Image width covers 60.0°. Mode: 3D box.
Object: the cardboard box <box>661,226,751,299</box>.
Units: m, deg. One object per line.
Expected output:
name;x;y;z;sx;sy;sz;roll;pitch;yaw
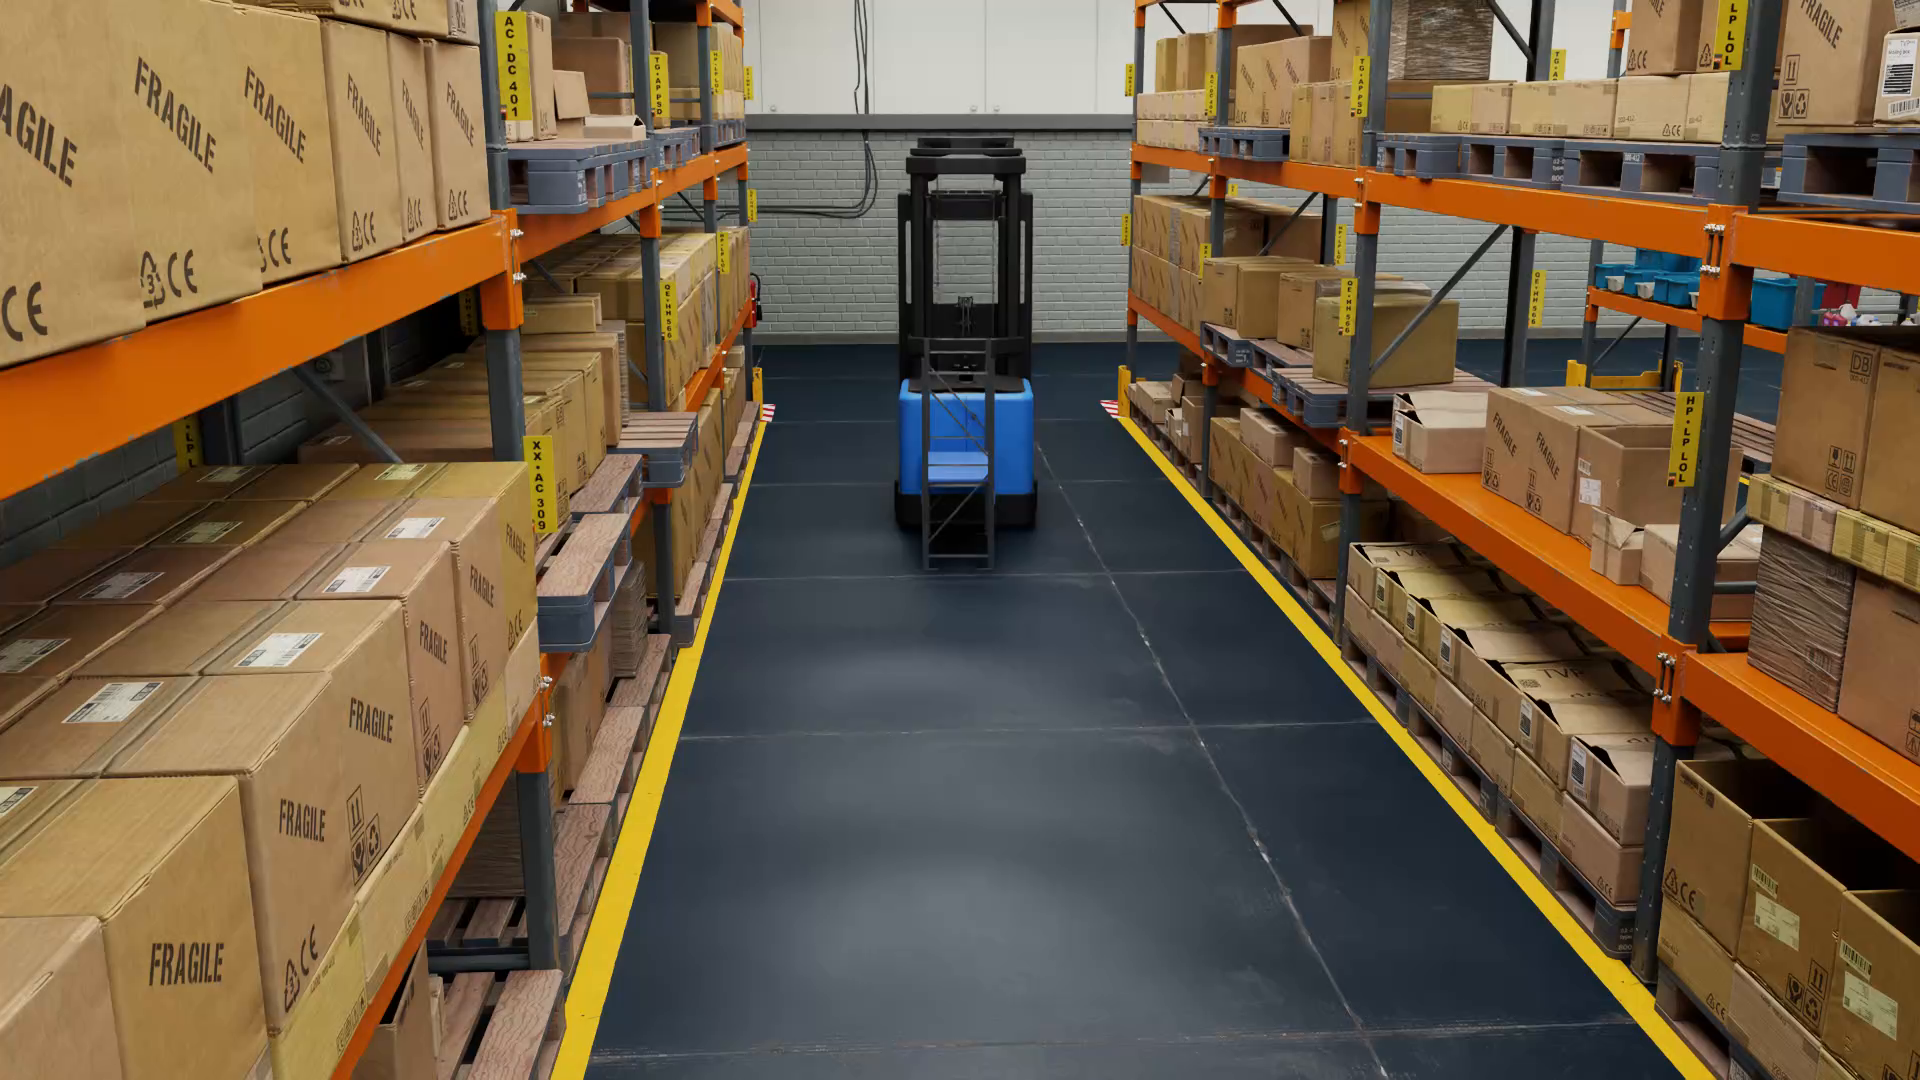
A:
cardboard box;-2.628;-2.755;16.614;0.980;0.700;0.700;0;14;-1

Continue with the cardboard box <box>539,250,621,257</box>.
cardboard box;-2.550;-1.805;11.177;0.500;0.250;0.500;-1;14;-5

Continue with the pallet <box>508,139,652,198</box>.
pallet;-1.926;-1.527;6.800;1.213;0.211;1.003;-1;14;-3

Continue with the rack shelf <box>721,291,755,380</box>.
rack shelf;-2.546;-1.891;15.300;1.077;0.370;4.000;-1;14;-3

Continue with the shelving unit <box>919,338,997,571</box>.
shelving unit;-0.015;-0.640;12.003;0.538;1.500;1.048;0;14;0

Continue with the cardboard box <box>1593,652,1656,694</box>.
cardboard box;3.182;0.667;7.465;0.500;0.311;0.500;-1;14;-5

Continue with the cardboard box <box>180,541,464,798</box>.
cardboard box;-1.531;0.310;4.059;0.500;0.500;0.500;-1;14;-5

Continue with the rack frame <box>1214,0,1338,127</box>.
rack frame;2.522;-4.725;12.831;1.000;3.000;0.127;-1;14;-3

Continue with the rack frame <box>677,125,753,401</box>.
rack frame;-2.670;-2.737;17.144;1.000;3.000;0.127;-1;14;-3

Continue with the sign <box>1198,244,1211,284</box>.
sign;1.981;-2.228;13.430;0.100;0.325;0.005;-1;14;-3

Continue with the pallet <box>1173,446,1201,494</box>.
pallet;2.480;-0.640;14.590;1.003;0.211;1.213;-1;14;-3

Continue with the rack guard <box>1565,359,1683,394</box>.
rack guard;7.204;-1.685;18.072;1.175;0.500;0.348;-1;14;-3

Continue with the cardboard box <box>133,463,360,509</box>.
cardboard box;-2.106;0.067;5.000;0.500;0.500;0.500;-1;14;-5

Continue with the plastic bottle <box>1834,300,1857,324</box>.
plastic bottle;7.167;-1.769;13.479;0.144;0.351;0.185;-1;14;-3

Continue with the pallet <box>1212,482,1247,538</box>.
pallet;2.610;-0.267;13.142;1.003;0.211;1.213;-1;14;-3

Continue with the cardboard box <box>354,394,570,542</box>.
cardboard box;-1.951;-0.280;6.512;0.700;0.500;0.500;1;14;2

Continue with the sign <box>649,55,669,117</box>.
sign;-1.632;-2.458;9.003;0.100;0.325;0.005;-1;14;-3

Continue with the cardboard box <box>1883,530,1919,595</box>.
cardboard box;2.892;0.069;4.735;0.380;0.149;0.250;-1;14;-4

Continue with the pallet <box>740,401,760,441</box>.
pallet;-2.542;-1.189;16.723;1.003;0.211;1.213;-1;14;-3

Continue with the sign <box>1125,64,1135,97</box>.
sign;1.733;-4.682;16.929;0.100;0.325;0.005;-1;14;-3

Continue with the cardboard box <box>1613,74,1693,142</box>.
cardboard box;2.952;-1.703;6.565;0.500;0.250;0.500;-2;15;-9

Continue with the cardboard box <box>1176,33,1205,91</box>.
cardboard box;2.344;-4.298;14.984;0.700;0.500;0.500;-1;14;-3

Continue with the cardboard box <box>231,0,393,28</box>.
cardboard box;-1.537;-1.361;3.530;0.500;0.500;0.500;-1;14;-5

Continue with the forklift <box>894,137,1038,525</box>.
forklift;0.041;-1.841;13.800;1.130;2.935;3.031;0;14;0

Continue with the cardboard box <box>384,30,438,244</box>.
cardboard box;-1.630;-1.016;4.193;0.500;0.500;0.500;-2;15;-8

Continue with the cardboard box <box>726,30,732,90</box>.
cardboard box;-2.260;-4.169;14.444;0.500;0.500;0.500;-1;14;-3

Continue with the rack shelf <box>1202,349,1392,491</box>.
rack shelf;2.646;-0.974;11.735;1.077;0.370;4.000;-1;14;-3

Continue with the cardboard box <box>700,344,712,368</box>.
cardboard box;-2.033;-1.358;12.249;0.380;0.149;0.250;-1;14;-3

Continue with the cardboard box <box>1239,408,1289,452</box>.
cardboard box;2.371;-0.812;12.293;0.500;0.250;0.500;-1;14;-3

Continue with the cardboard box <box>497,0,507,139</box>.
cardboard box;-1.880;-1.594;5.639;0.500;0.500;0.500;1;14;5

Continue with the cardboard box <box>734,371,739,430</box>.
cardboard box;-2.464;-1.308;15.762;0.700;0.500;0.500;-1;14;-5

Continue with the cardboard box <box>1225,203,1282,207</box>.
cardboard box;2.677;-2.858;15.408;0.500;0.500;0.500;0;14;-2

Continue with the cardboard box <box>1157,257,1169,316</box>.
cardboard box;2.133;-2.371;15.520;0.500;0.500;0.500;-1;14;-3

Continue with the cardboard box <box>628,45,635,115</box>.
cardboard box;-2.368;-2.850;10.480;0.700;0.500;0.500;0;14;-1

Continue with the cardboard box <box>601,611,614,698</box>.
cardboard box;-2.162;0.558;8.470;0.700;0.500;0.500;-1;14;-4

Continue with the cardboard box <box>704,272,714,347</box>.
cardboard box;-2.100;-1.707;12.302;0.500;0.500;0.500;-1;14;-3

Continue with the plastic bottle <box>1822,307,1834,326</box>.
plastic bottle;7.063;-1.741;13.506;0.061;0.283;0.133;-1;14;-3

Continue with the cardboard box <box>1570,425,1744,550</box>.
cardboard box;2.954;-0.201;7.085;0.500;0.500;0.500;0;14;1

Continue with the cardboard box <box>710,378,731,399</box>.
cardboard box;-2.205;-1.325;14.527;0.380;0.149;0.250;0;14;-2

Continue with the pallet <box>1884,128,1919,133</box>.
pallet;7.612;-3.063;12.770;1.213;0.211;1.003;-1;14;-3

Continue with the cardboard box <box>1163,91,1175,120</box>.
cardboard box;2.134;-3.932;15.065;0.500;0.250;0.500;-1;14;-3

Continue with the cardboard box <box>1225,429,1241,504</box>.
cardboard box;2.353;-0.565;12.838;0.500;0.500;0.500;-1;14;-3

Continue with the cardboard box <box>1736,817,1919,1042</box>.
cardboard box;2.773;1.180;5.092;0.500;0.500;0.500;-1;14;-3

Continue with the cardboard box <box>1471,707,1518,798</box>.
cardboard box;2.641;0.947;7.503;0.500;0.250;0.500;-1;14;-2

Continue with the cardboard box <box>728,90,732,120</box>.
cardboard box;-2.258;-3.804;14.530;0.500;0.250;0.500;-1;14;-5

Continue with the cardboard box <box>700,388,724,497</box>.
cardboard box;-2.252;-0.745;12.872;0.750;0.750;0.750;-1;14;-3

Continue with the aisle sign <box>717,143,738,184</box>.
aisle sign;-2.375;-4.018;16.907;0.394;0.787;0.004;-1;14;-3

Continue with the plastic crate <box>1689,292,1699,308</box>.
plastic crate;7.058;-2.225;15.562;0.293;0.136;0.466;-1;14;-3

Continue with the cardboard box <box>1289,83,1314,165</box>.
cardboard box;2.645;-2.690;10.741;0.910;0.500;0.500;-1;14;-3

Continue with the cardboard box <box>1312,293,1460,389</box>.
cardboard box;2.618;-1.231;10.249;0.700;0.500;0.500;-6;16;-22

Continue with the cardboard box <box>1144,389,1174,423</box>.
cardboard box;2.087;-1.307;16.223;0.500;0.250;0.500;-1;14;-3

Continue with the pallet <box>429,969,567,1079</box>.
pallet;-1.849;1.764;5.245;1.003;0.211;1.213;-1;14;-3

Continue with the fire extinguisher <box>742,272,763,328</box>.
fire extinguisher;-2.218;-2.563;17.373;0.296;0.674;0.183;-1;14;-3

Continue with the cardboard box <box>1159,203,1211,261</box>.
cardboard box;2.137;-2.852;15.383;0.500;0.500;0.500;-1;14;-4

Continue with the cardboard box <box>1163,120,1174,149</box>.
cardboard box;2.140;-3.690;15.127;0.500;0.250;0.500;-1;14;-3

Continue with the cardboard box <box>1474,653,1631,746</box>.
cardboard box;2.639;0.677;7.425;0.500;0.311;0.500;-1;14;-4

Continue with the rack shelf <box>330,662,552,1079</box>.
rack shelf;-1.802;1.093;3.701;1.077;0.370;4.000;-1;14;-3

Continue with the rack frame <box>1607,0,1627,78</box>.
rack frame;7.218;-5.795;16.991;1.000;3.000;0.127;-1;14;-3
